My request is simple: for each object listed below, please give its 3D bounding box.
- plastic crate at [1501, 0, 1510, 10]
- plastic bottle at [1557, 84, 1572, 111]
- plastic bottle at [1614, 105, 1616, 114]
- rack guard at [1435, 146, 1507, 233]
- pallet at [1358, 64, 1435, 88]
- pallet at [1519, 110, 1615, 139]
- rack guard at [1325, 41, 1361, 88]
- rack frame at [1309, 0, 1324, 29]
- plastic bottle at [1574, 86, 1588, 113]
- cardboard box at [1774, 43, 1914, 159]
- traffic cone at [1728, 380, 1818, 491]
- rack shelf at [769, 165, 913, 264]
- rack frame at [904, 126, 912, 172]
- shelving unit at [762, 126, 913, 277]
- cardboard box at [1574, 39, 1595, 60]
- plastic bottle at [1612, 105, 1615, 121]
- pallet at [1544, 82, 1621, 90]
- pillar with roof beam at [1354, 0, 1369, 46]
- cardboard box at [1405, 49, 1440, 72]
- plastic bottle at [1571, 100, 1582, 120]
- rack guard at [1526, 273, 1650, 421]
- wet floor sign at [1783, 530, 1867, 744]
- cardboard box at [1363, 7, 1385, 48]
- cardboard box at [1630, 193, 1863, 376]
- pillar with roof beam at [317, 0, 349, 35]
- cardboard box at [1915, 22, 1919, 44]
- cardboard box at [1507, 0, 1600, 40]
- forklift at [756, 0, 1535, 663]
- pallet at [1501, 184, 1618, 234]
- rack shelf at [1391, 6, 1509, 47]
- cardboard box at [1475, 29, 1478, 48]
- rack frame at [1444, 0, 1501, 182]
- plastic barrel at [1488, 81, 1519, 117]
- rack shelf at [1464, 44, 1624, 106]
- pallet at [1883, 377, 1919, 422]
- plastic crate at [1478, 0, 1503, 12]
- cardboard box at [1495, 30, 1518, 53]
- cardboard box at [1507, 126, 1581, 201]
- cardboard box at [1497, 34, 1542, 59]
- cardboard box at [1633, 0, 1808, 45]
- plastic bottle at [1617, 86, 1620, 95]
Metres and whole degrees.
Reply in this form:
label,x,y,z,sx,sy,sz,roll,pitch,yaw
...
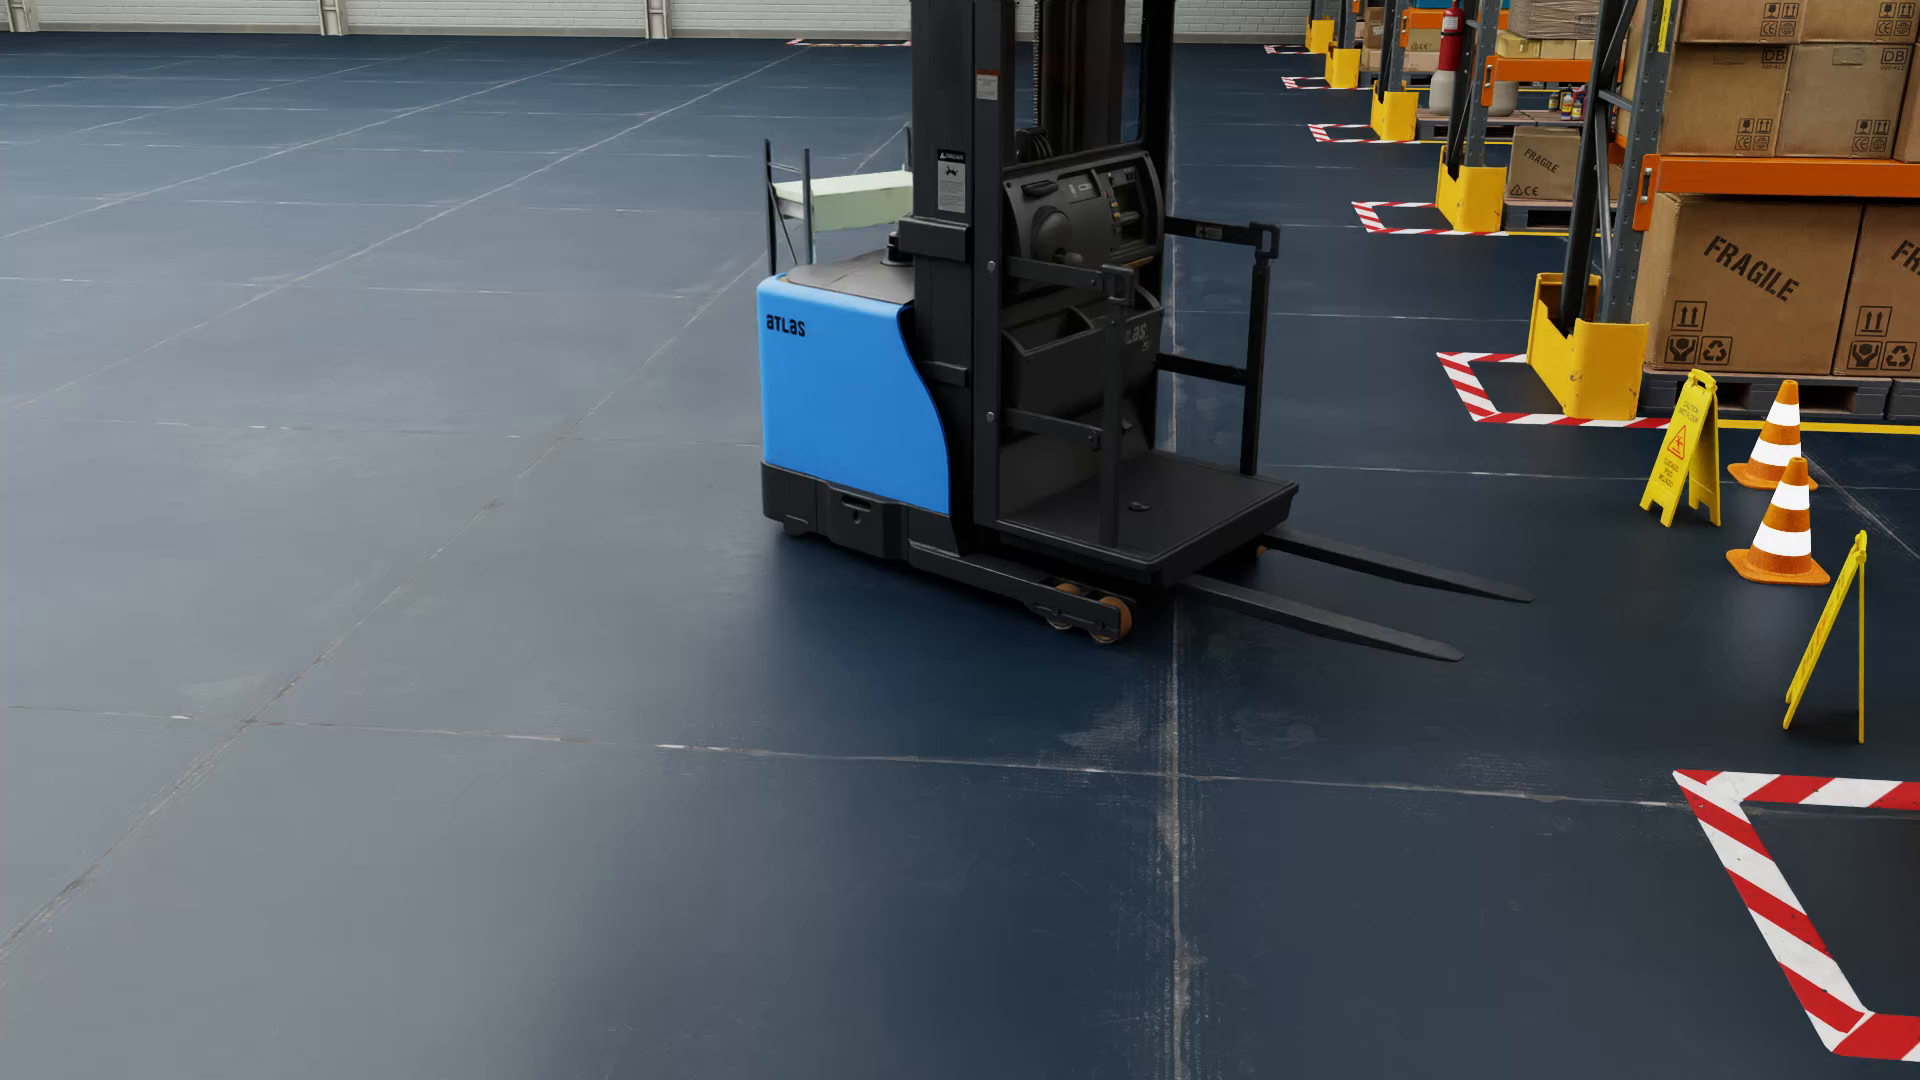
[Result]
label,x,y,z,sx,sy,sz,roll,pitch,yaw
plastic crate,5.820,-5.823,17.790,0.408,0.251,0.499,2,22,6
plastic bottle,6.637,-4.858,18.244,0.133,0.283,0.061,3,22,8
plastic bottle,7.098,-4.740,18.056,0.097,0.201,0.097,0,22,0
rack guard,4.136,-2.860,13.495,0.348,0.500,1.175,2,22,6
pallet,5.995,-6.328,22.659,1.213,0.211,1.003,2,22,6
pallet,6.739,-4.461,17.936,1.213,0.211,1.003,2,22,6
rack guard,5.207,-6.481,22.654,0.348,0.500,1.175,2,22,6
rack frame,5.810,-9.452,26.767,0.127,3.000,1.000,2,22,6
plastic bottle,6.754,-4.797,18.089,0.133,0.283,0.061,2,22,6
cardboard box,4.300,-2.274,8.408,0.550,0.550,0.875,2,22,6
traffic cone,3.737,-0.498,7.571,0.334,0.463,0.336,2,22,6
rack shelf,-0.446,-1.451,7.498,0.720,0.370,0.431,-13,24,-31
rack frame,-0.136,-1.160,7.823,0.023,1.500,0.400,-13,24,-31
shelving unit,-0.443,-1.086,7.637,0.755,1.500,0.431,-13,24,-31
cardboard box,4.808,-3.776,12.752,0.250,0.149,0.380,2,22,6
plastic bottle,6.847,-4.559,17.504,0.097,0.271,0.097,0,22,0
pallet,8.418,-6.223,22.392,1.213,0.211,1.003,2,22,6
pillar with roof beam,6.100,-10.955,22.410,0.400,9.000,9.100,2,22,6
cardboard box,6.234,-6.435,22.305,0.500,0.250,0.500,2,22,6
plastic bottle,6.511,-4.541,17.554,0.097,0.201,0.097,0,22,0
rack guard,3.353,-1.058,8.936,0.348,0.500,1.175,2,22,6
wet floor sign,2.832,0.288,5.334,0.232,0.644,0.267,11,24,25
cardboard box,5.798,-6.994,22.698,0.500,0.500,0.500,2,22,6
cardboard box,4.058,-1.422,8.774,0.875,0.875,0.875,3,22,7
pillar with roof beam,-11.775,-11.734,24.380,0.400,9.000,9.100,2,22,6
cardboard box,4.838,-2.697,8.010,0.550,0.550,0.875,2,22,6
cardboard box,4.604,-4.177,12.885,0.500,0.500,0.875,2,22,6
forklift,0.630,-1.210,6.014,3.031,2.935,1.130,16,27,36
pallet,4.939,-2.678,13.426,1.213,0.211,1.003,2,22,6
rack shelf,6.630,-5.413,17.531,4.000,0.370,1.077,2,22,6
cardboard box,6.732,-6.766,22.122,0.500,0.500,0.500,2,22,6
rack frame,4.061,-4.026,13.044,0.127,3.000,1.000,2,22,6
plastic barrel,5.804,-4.850,17.942,0.421,0.512,0.421,0,22,0
rack shelf,6.047,-3.605,12.957,4.000,0.370,1.077,2,22,6
pallet,5.388,-0.863,8.836,1.213,0.211,1.003,2,22,6
plastic crate,5.495,-5.556,17.271,0.250,0.136,0.298,2,22,6
cardboard box,4.368,-3.972,13.249,0.250,0.149,0.380,2,22,6
cardboard box,4.679,-3.026,13.342,0.500,0.500,0.500,7,23,16
cardboard box,4.316,-3.810,12.838,0.250,0.149,0.380,2,22,6
cardboard box,3.741,-2.761,8.172,0.550,0.550,0.875,2,22,6
plastic bottle,7.254,-4.847,18.125,0.185,0.351,0.144,2,22,6
